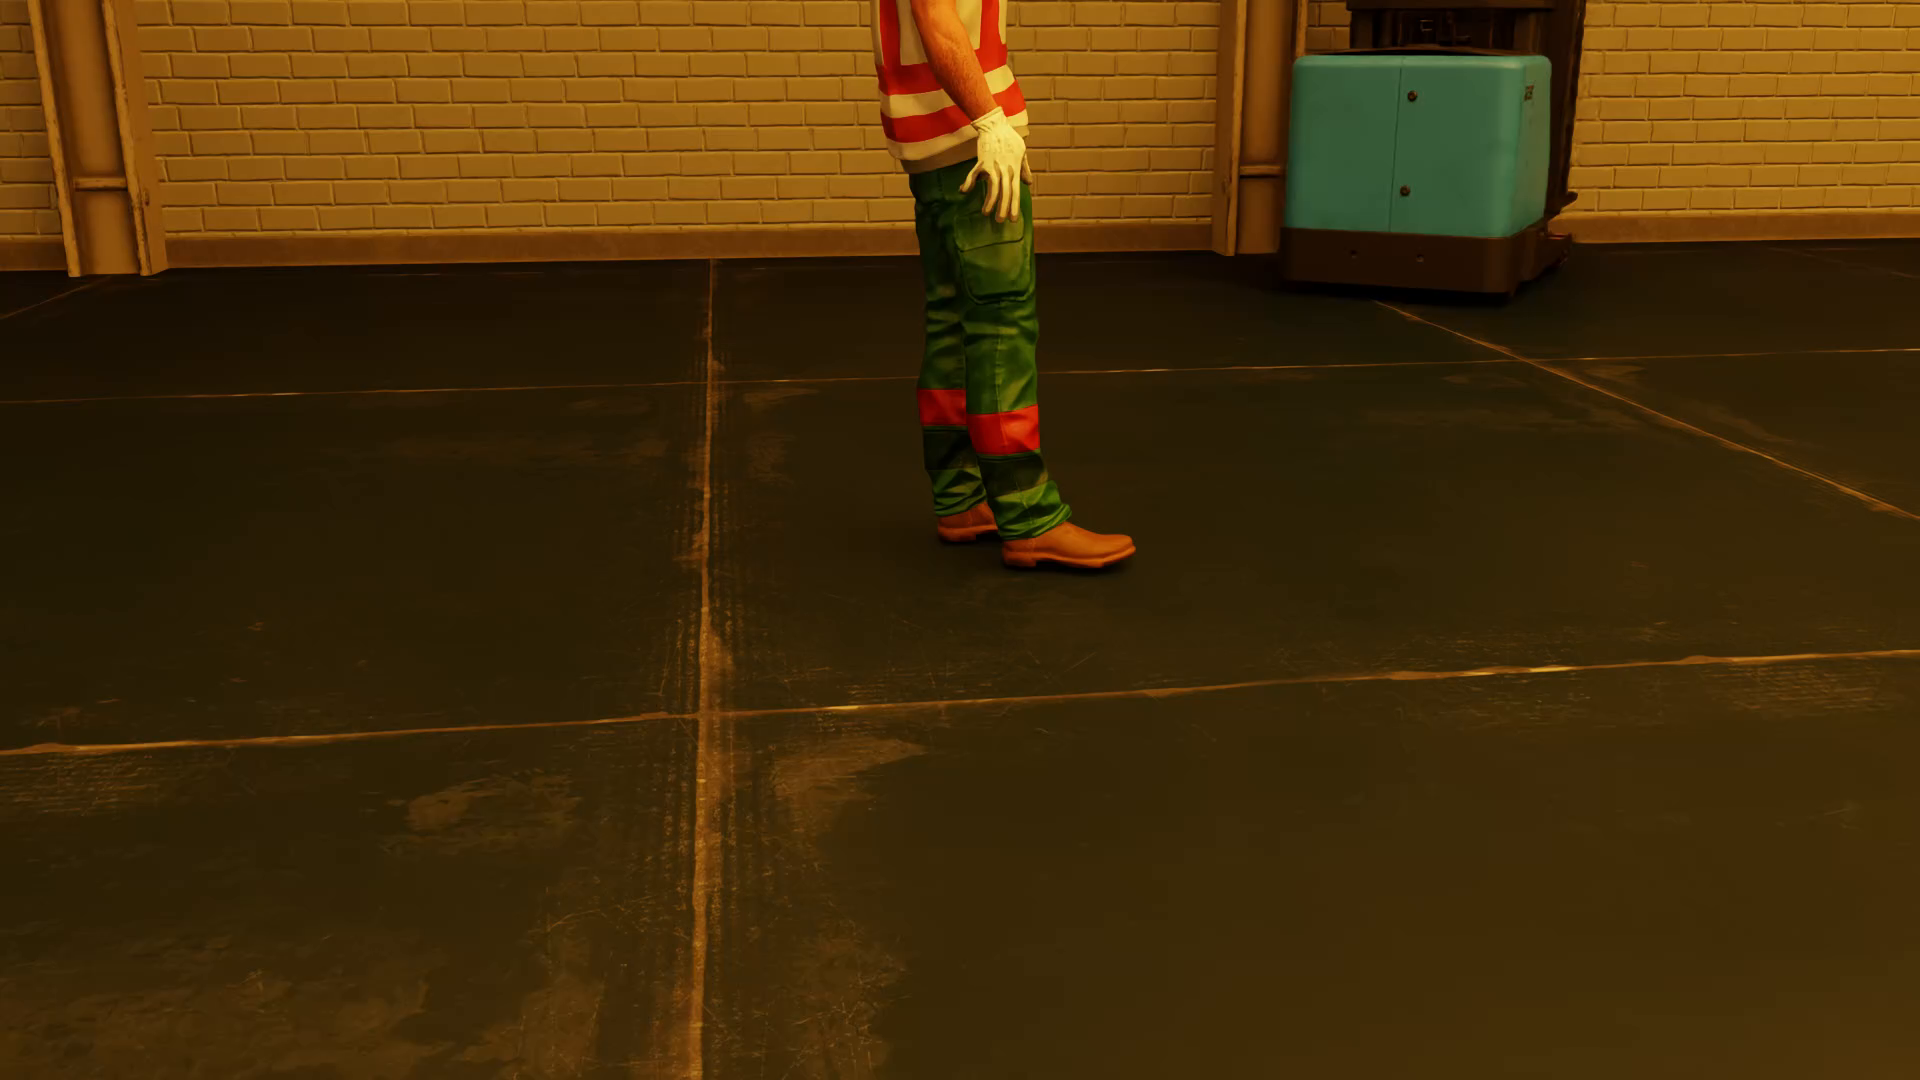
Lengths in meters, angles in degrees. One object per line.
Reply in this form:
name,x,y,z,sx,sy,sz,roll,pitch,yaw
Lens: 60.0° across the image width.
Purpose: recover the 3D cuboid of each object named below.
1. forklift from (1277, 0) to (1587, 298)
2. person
forklift,2.606,-2.869,8.407,1.130,2.935,3.031,8,19,26
person,0.081,-0.863,3.705,0.564,1.787,0.637,-2,17,-8
